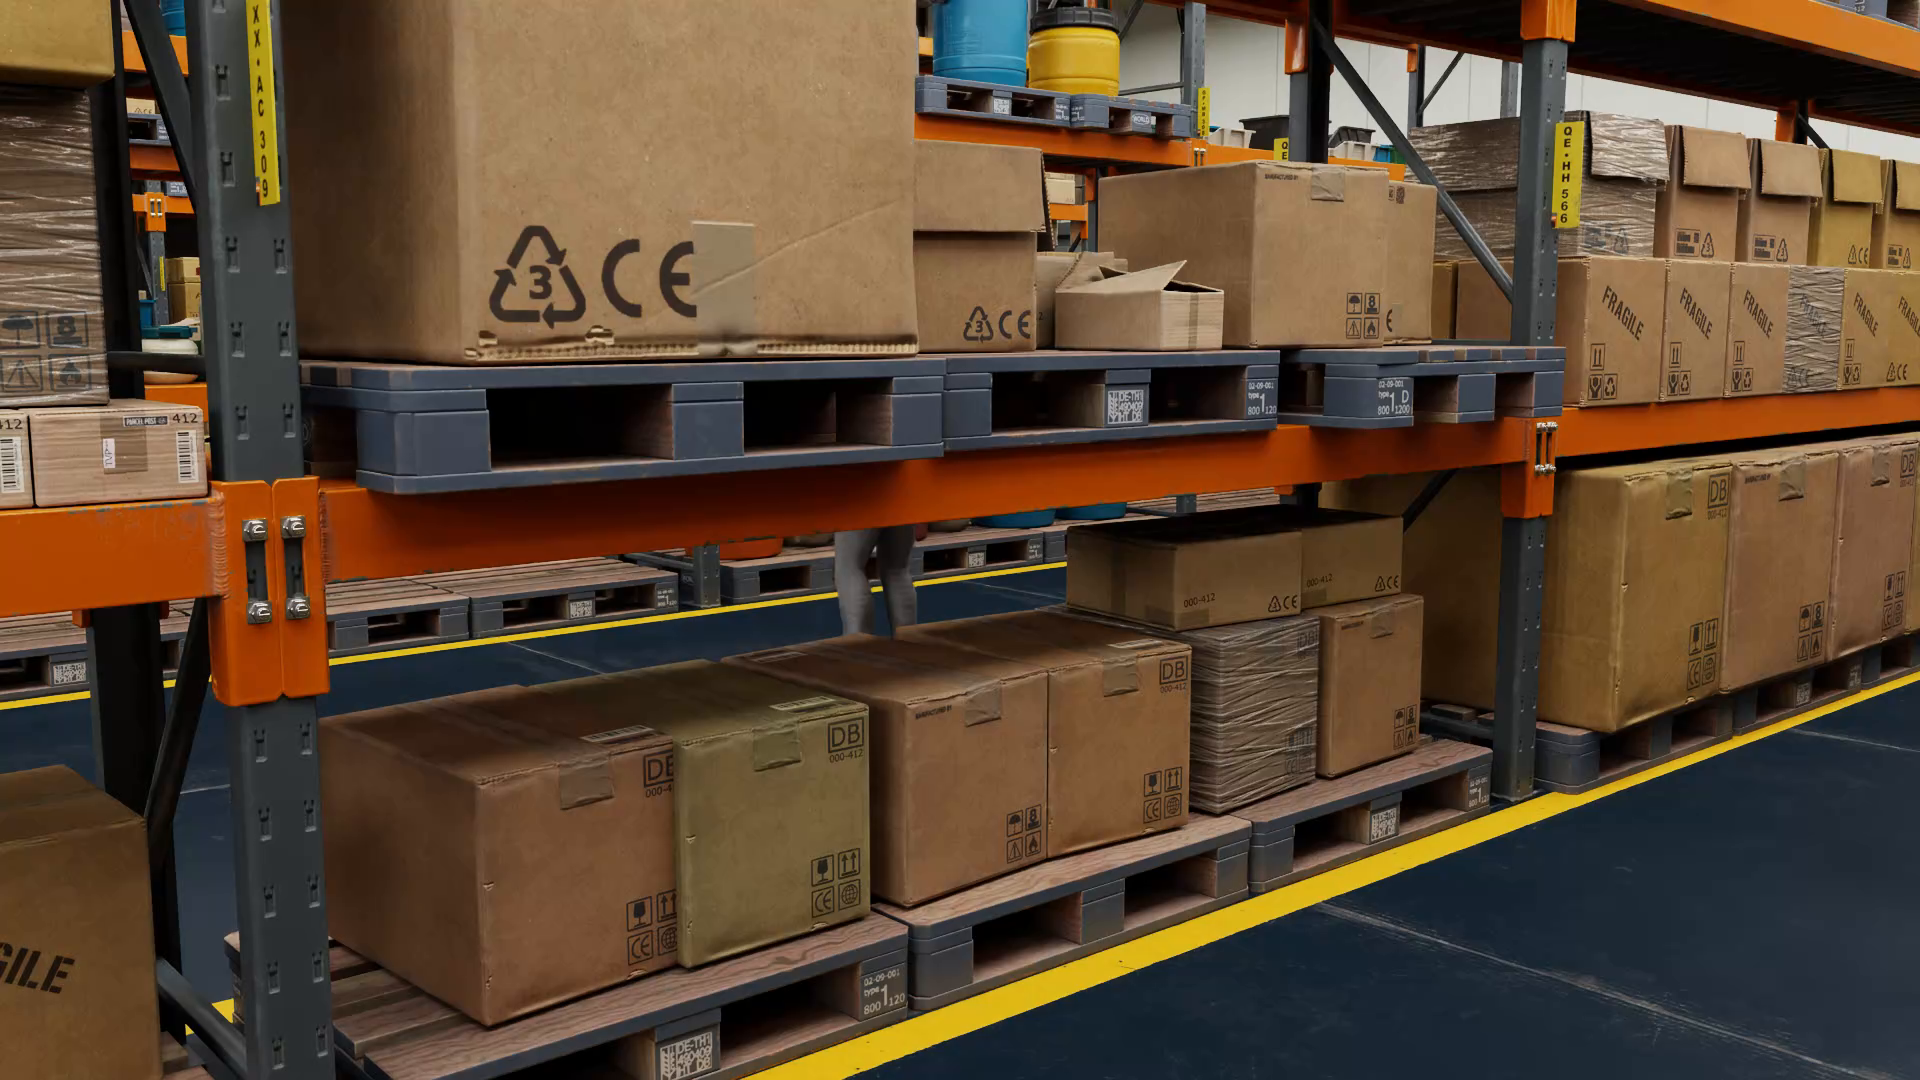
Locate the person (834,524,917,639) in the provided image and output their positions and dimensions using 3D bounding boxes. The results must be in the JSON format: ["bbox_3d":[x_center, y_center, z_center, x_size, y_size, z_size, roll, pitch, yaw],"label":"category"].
[{"bbox_3d":[-0.429,-0.226,7.440,0.435,1.688,0.519,-7,10,-41],"label":"person"}]
